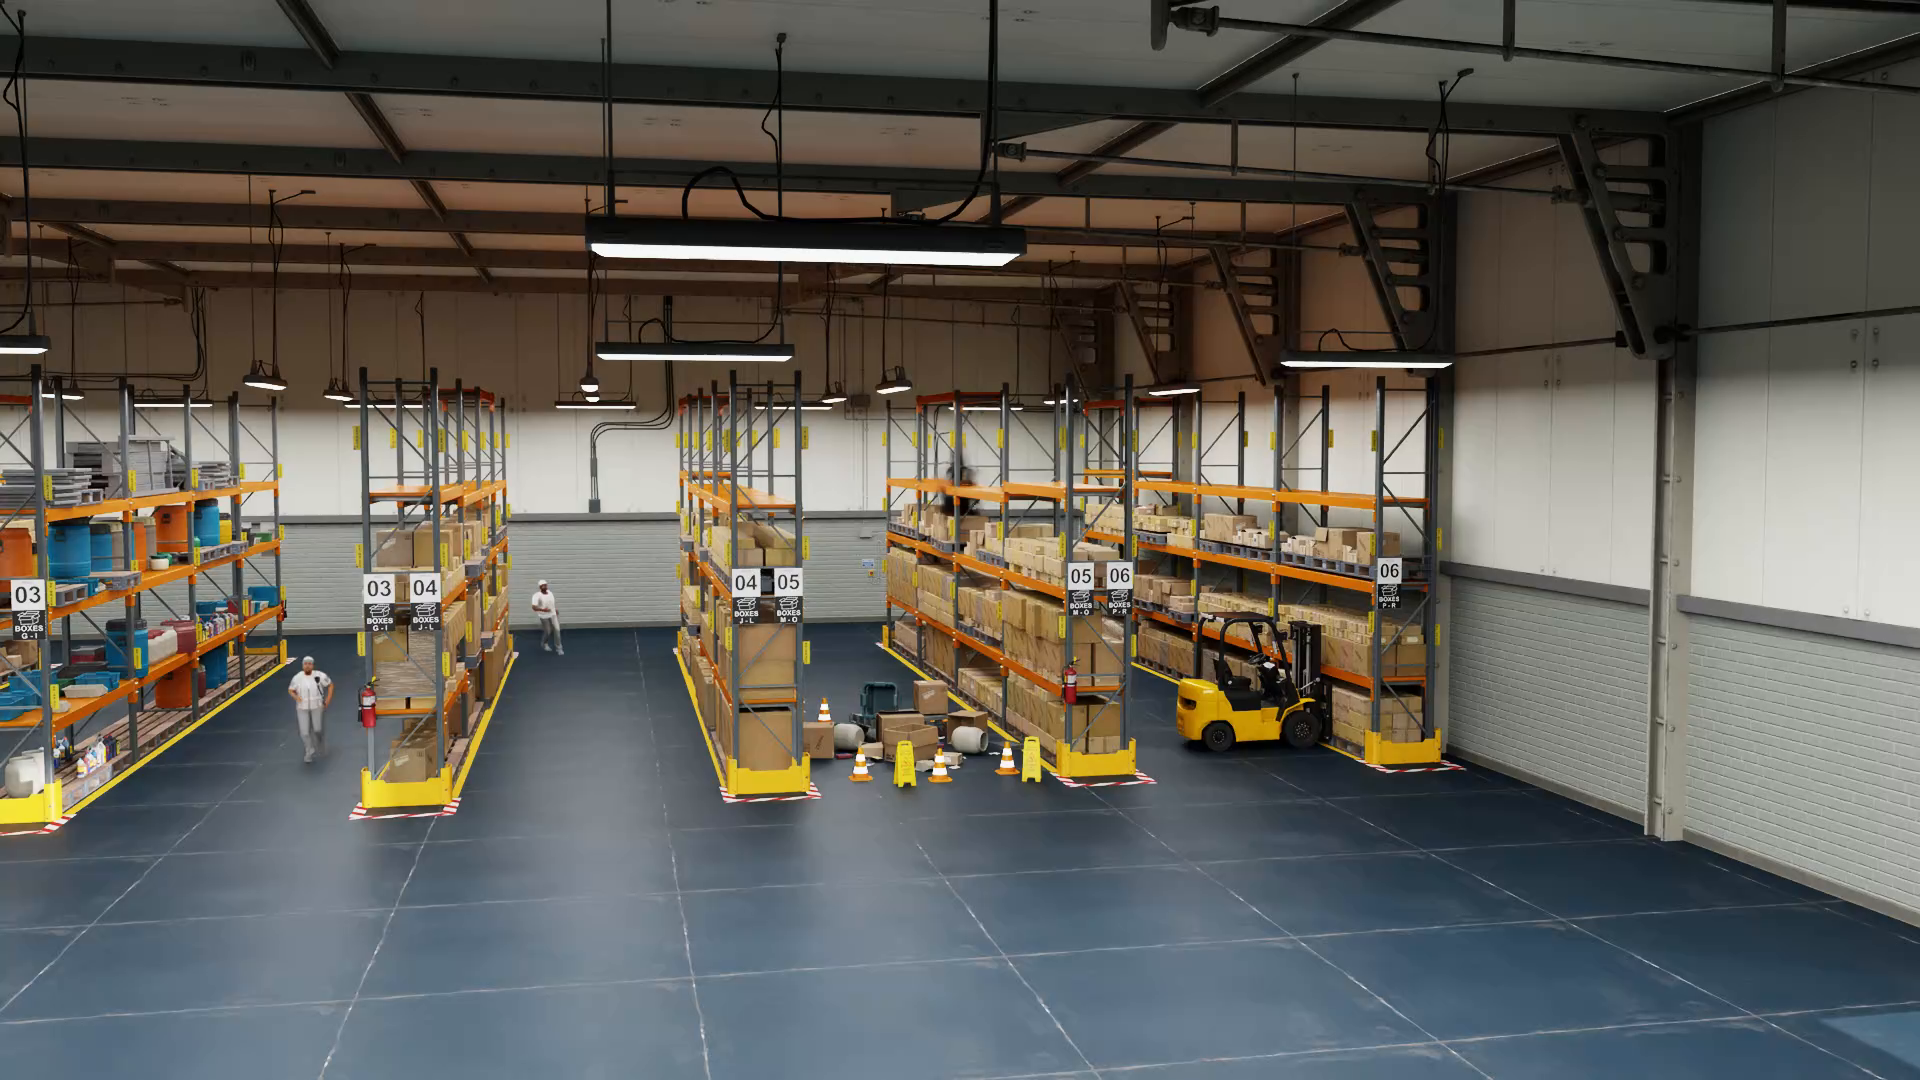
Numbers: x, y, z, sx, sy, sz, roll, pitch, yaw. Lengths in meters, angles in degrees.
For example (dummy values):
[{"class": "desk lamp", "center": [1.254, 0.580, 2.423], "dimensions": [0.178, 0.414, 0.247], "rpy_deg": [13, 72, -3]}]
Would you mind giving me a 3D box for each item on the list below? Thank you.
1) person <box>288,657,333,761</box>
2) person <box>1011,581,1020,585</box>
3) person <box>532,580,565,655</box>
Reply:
[{"class": "person", "center": [-10.149, 2.640, 25.971], "dimensions": [0.656, 1.637, 0.527], "rpy_deg": [-1, 4, -15]}, {"class": "person", "center": [1.164, 1.712, 36.005], "dimensions": [0.676, 1.728, 0.699], "rpy_deg": [-1, 4, -15]}, {"class": "person", "center": [-9.650, 1.802, 38.886], "dimensions": [0.722, 1.755, 0.909], "rpy_deg": [-3, 5, -45]}]
